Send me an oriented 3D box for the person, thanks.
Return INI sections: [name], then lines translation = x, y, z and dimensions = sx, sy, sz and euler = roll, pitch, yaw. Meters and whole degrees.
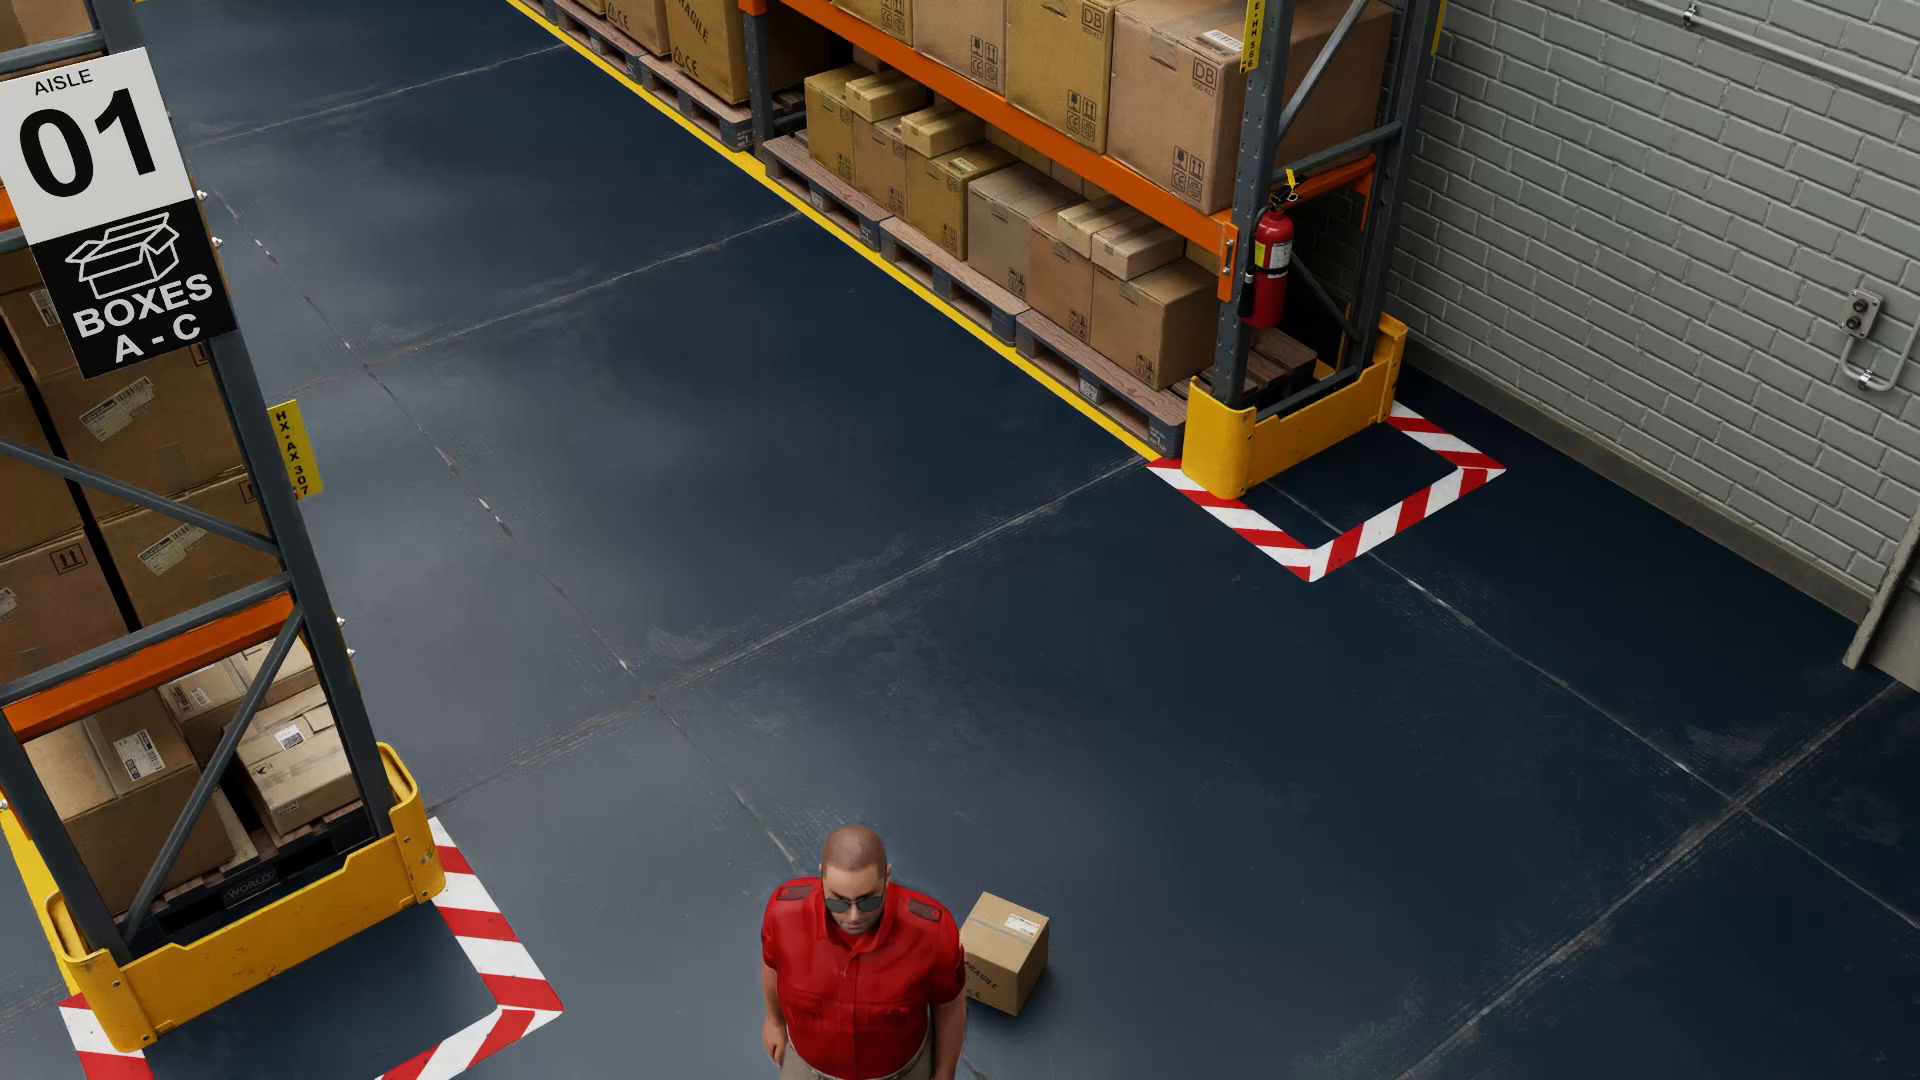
[person]
translation = -0.272, 1.399, 4.479
dimensions = 0.574, 1.743, 0.471
euler = 4, 40, 5
